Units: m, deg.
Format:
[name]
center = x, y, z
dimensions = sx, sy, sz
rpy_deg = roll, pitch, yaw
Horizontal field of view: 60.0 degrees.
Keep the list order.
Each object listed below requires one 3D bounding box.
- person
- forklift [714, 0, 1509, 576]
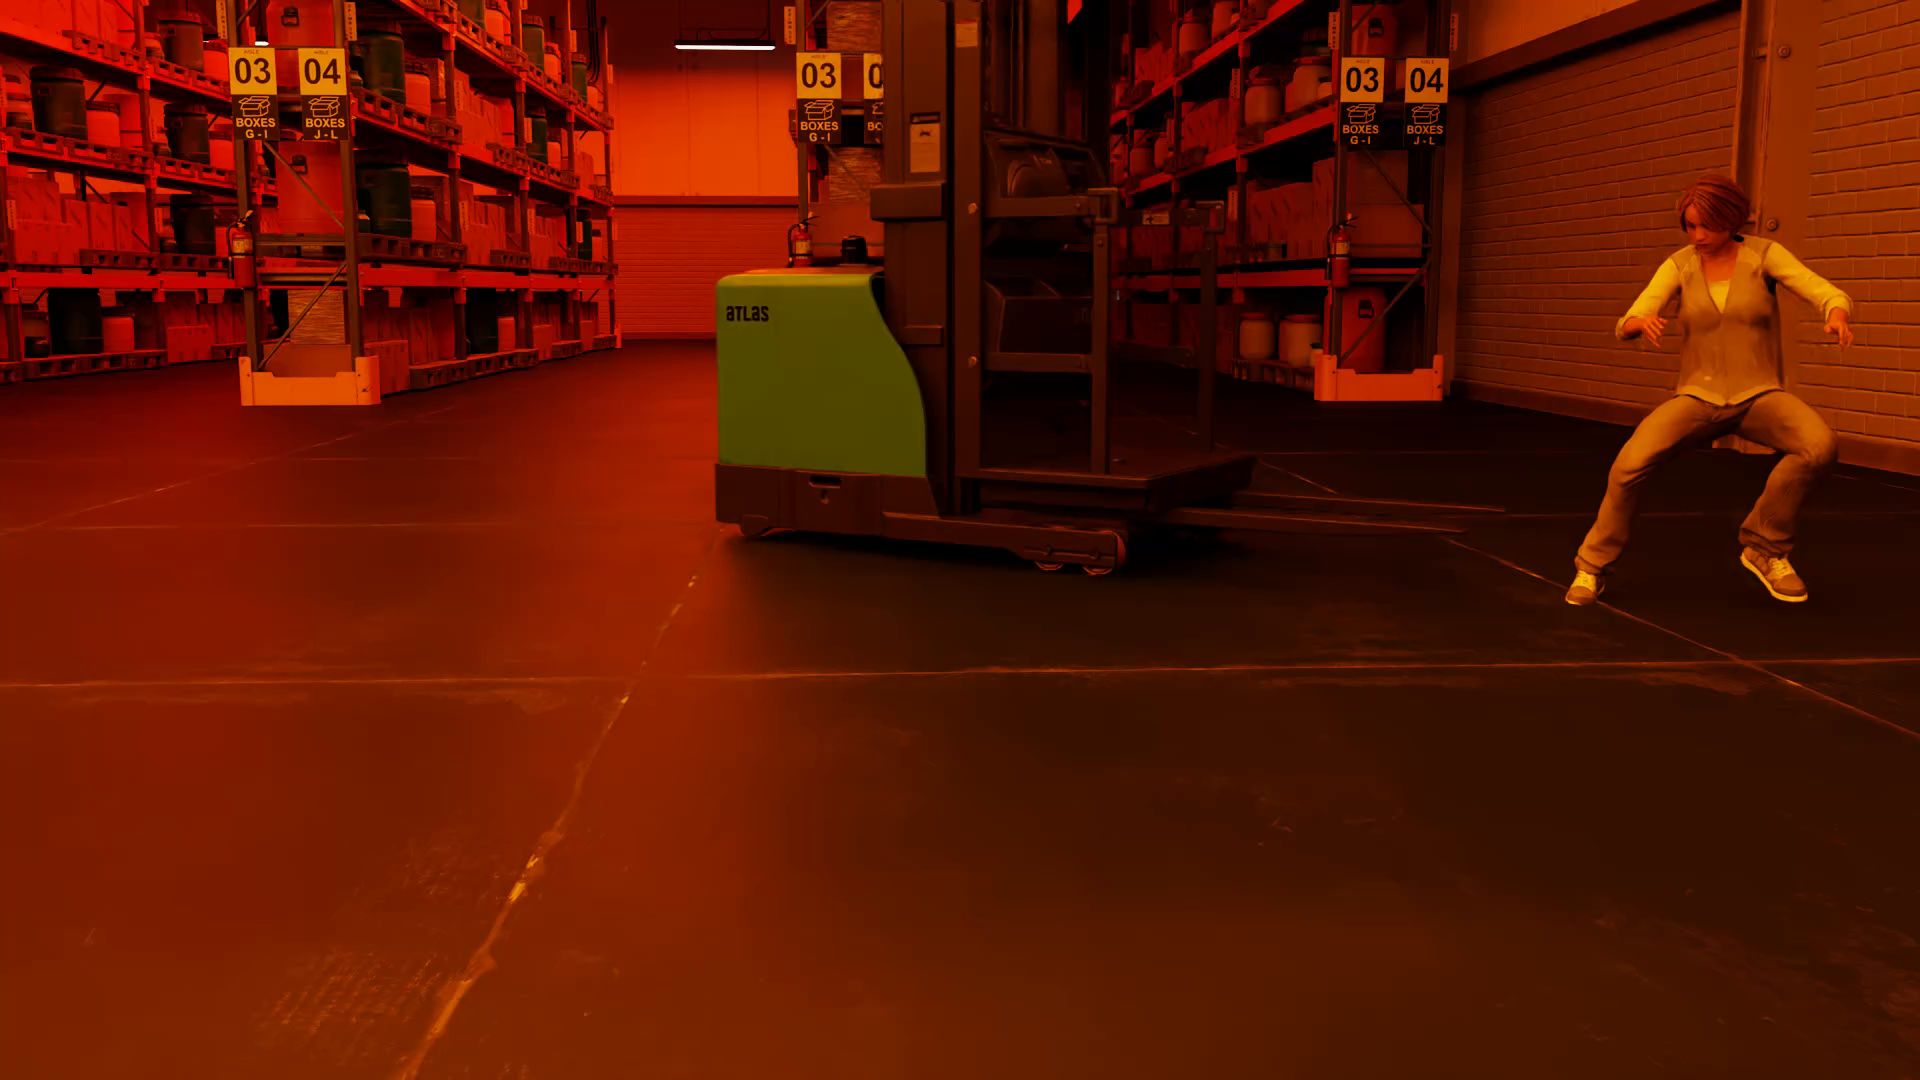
[person]
center = 2.376, -0.445, 5.271
dimensions = 0.782, 1.381, 0.678
rpy_deg = 5, 10, 28
[forklift]
center = 0.520, -1.410, 6.326
dimensions = 3.031, 2.935, 1.130
rpy_deg = 5, 10, 30
